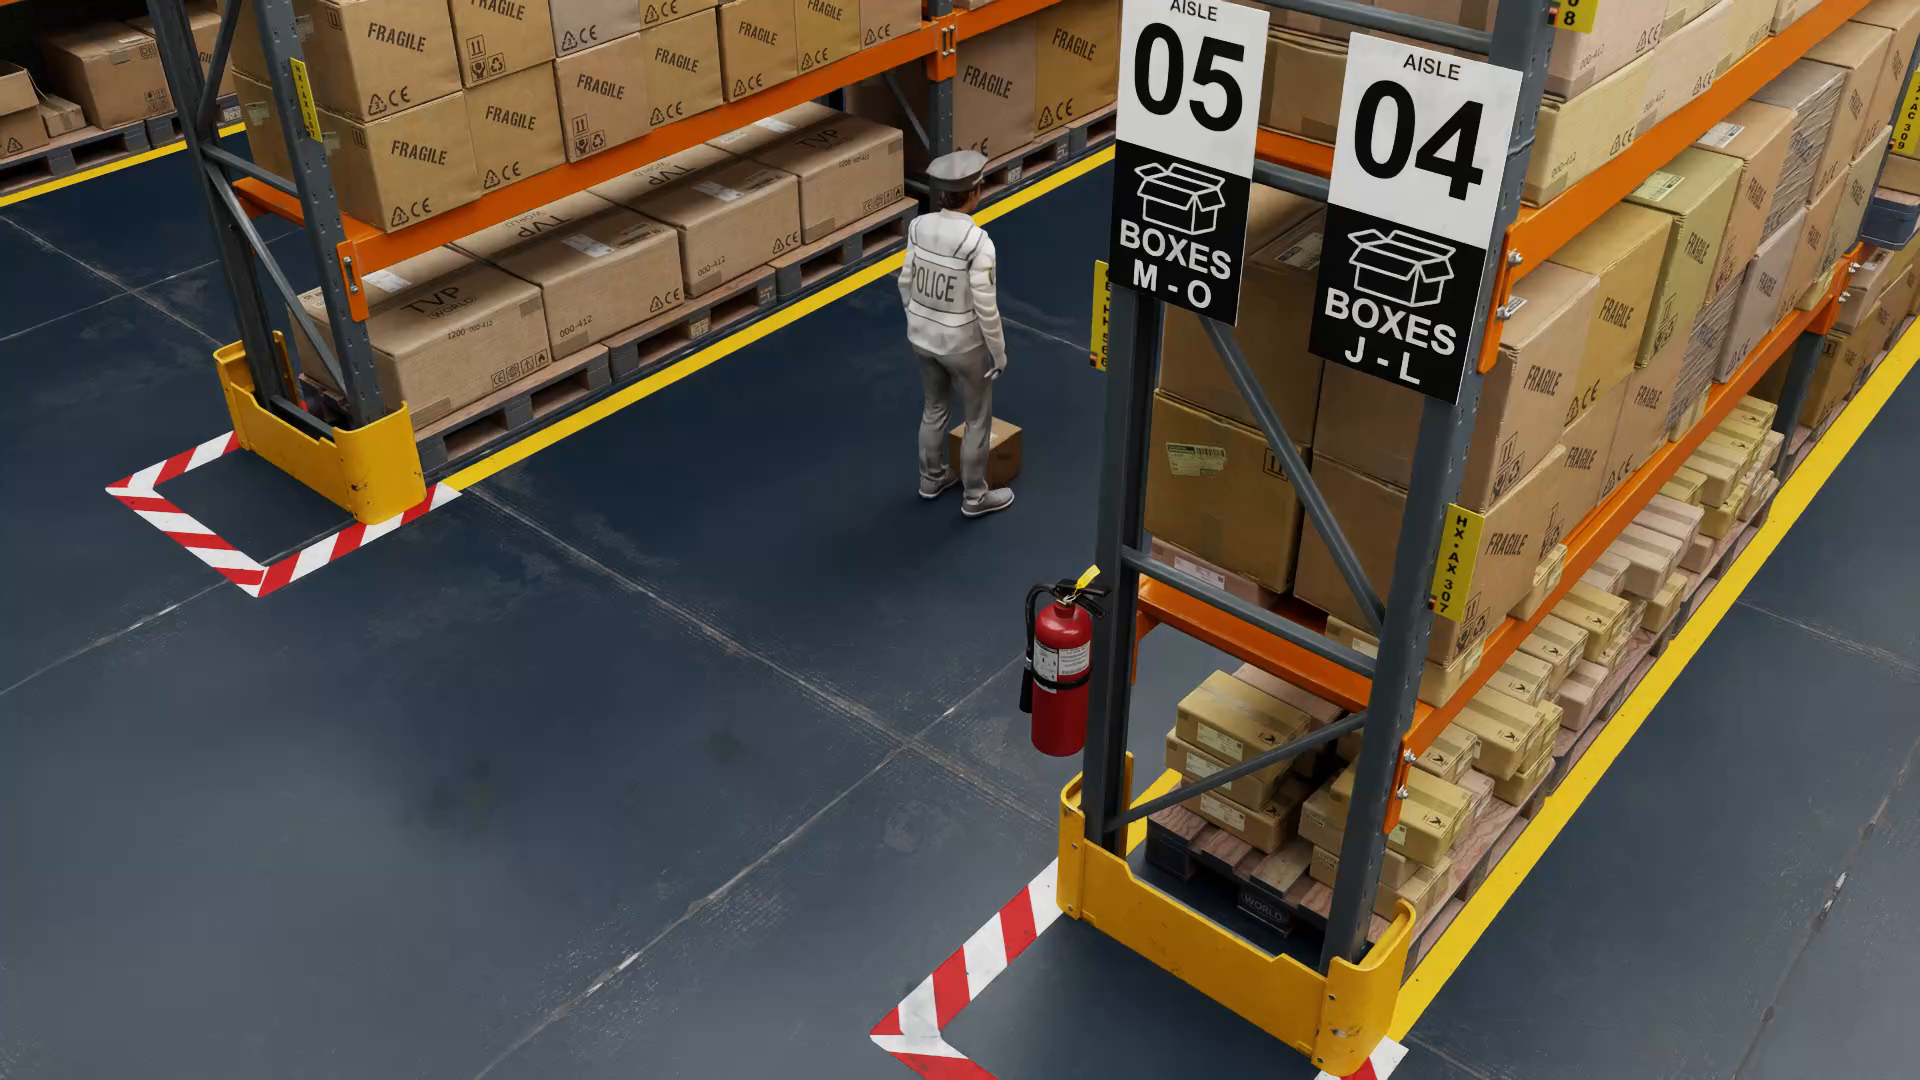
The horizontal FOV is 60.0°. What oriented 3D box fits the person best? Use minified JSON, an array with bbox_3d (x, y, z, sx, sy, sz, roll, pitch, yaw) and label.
[{"bbox_3d":[-0.027,-0.889,7.402,0.536,1.663,0.379,25,42,31],"label":"person"}]
